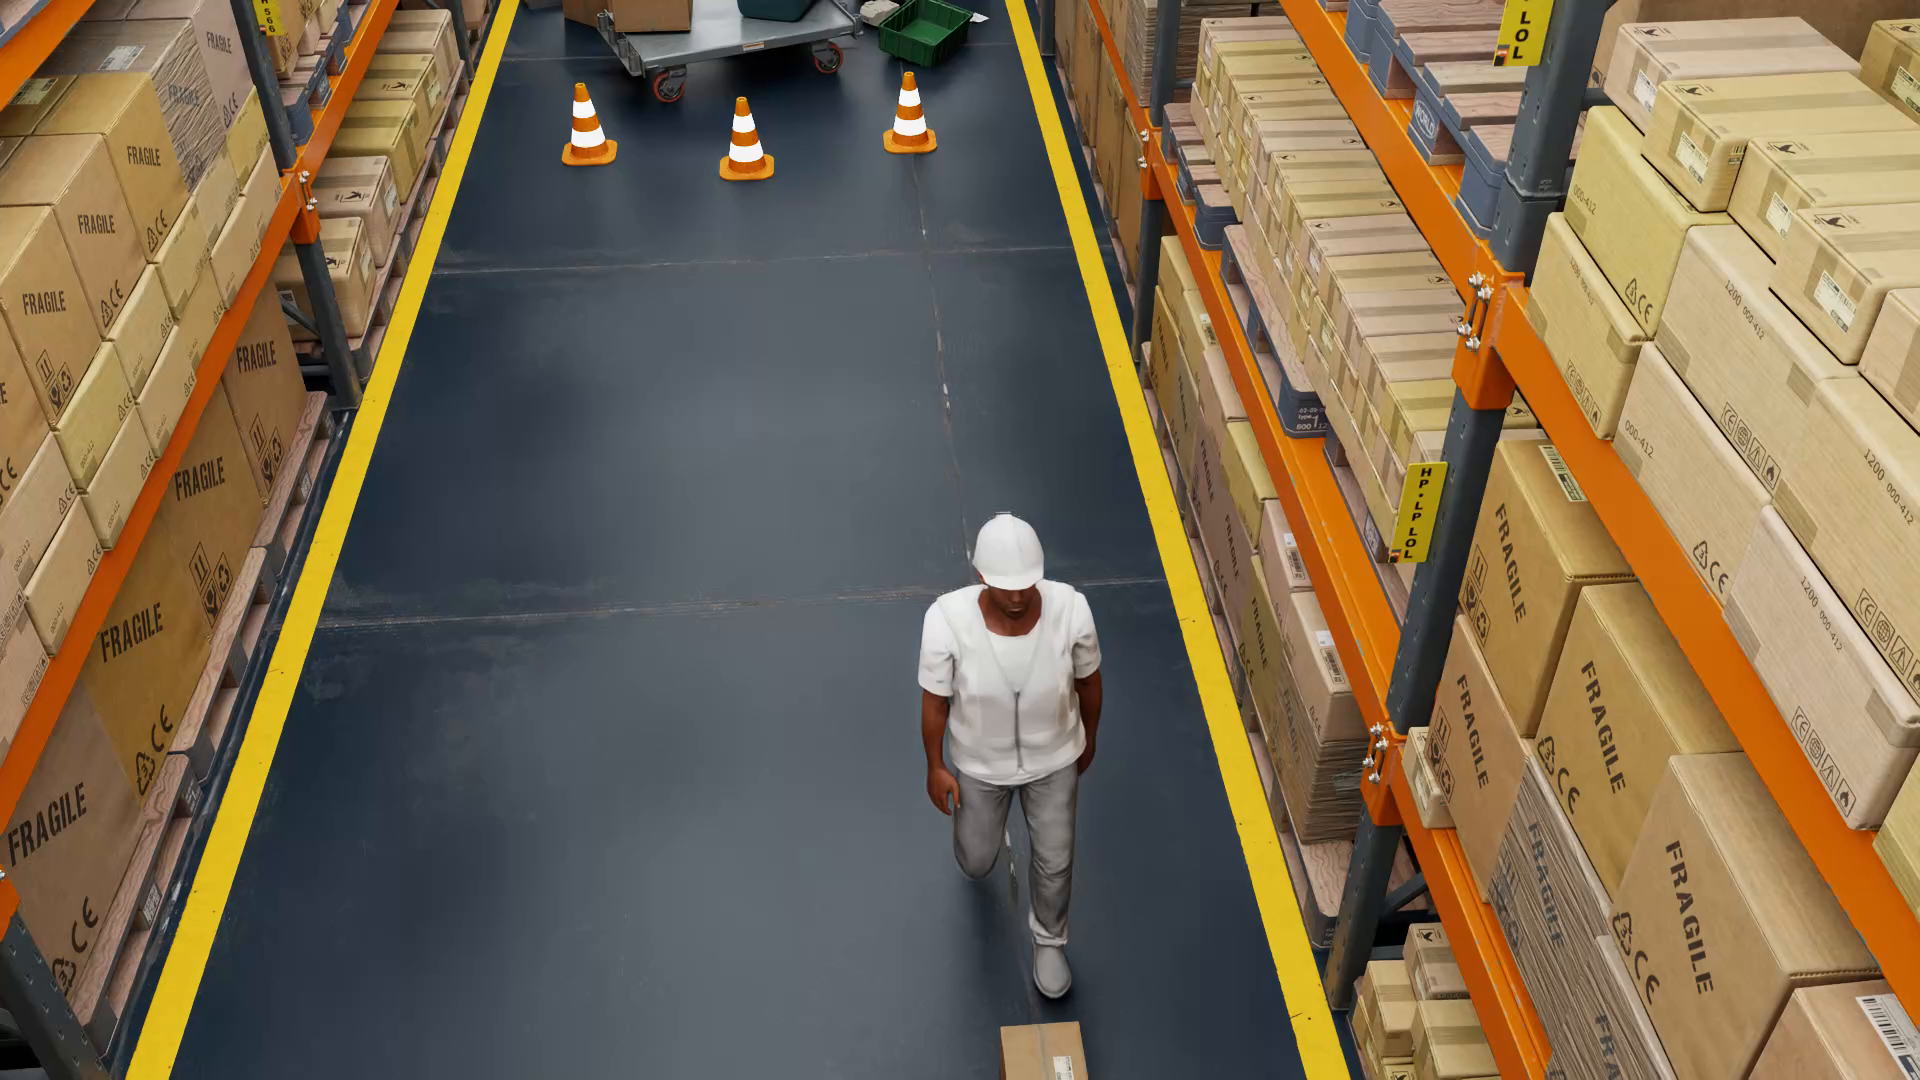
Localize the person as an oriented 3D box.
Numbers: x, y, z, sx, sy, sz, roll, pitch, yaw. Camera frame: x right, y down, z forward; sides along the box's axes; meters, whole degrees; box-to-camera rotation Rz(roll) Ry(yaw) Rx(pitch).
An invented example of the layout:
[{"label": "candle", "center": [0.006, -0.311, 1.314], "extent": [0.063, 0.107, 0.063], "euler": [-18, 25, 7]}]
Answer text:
[{"label": "person", "center": [0.166, 0.661, 5.309], "extent": [0.588, 1.747, 0.735], "euler": [-2, 39, -3]}]
